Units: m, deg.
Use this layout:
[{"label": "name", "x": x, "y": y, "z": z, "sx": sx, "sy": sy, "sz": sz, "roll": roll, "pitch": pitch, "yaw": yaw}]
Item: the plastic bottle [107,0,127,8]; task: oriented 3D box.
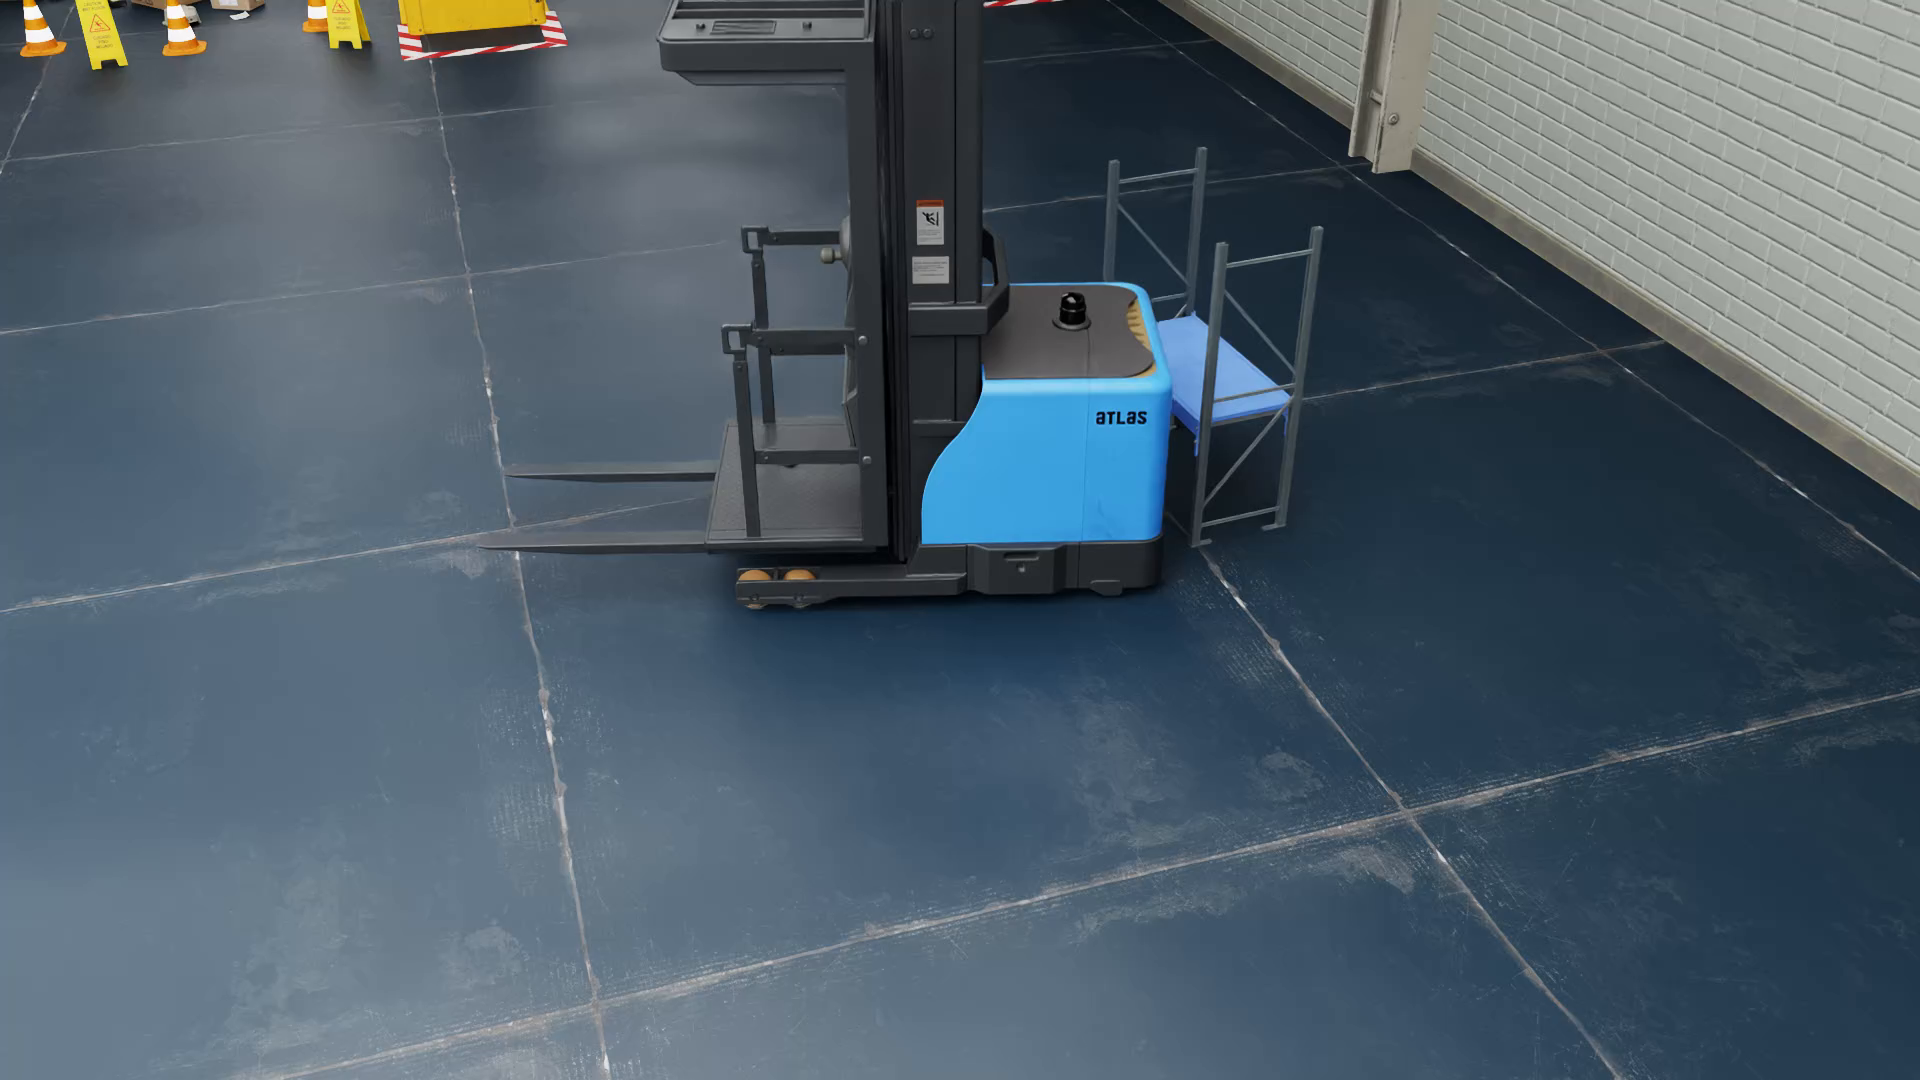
[{"label": "plastic bottle", "x": -7.682, "y": -4.905, "z": 15.117, "sx": 0.133, "sy": 0.061, "sz": 0.283, "roll": -23, "pitch": 40, "yaw": -31}]

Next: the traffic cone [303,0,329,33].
[{"label": "traffic cone", "x": -5.572, "y": -4.691, "z": 14.429, "sx": 0.336, "sy": 0.463, "sz": 0.334, "roll": -10, "pitch": 35, "yaw": -15}]

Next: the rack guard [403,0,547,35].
[{"label": "rack guard", "x": -4.235, "y": -4.737, "z": 14.466, "sx": 1.175, "sy": 0.500, "sz": 0.348, "roll": -10, "pitch": 35, "yaw": -15}]

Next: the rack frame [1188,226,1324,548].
[{"label": "rack frame", "x": 1.298, "y": -0.647, "z": 7.368, "sx": 0.500, "sy": 1.500, "sz": 0.032, "roll": -12, "pitch": 35, "yaw": -18}]

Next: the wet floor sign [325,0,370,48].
[{"label": "wet floor sign", "x": -5.173, "y": -4.478, "z": 13.942, "sx": 0.267, "sy": 0.644, "sz": 0.232, "roll": 1, "pitch": 33, "yaw": 2}]

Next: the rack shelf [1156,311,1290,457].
[{"label": "rack shelf", "x": 1.112, "y": -0.757, "z": 7.861, "sx": 0.538, "sy": 0.185, "sz": 1.000, "roll": -12, "pitch": 35, "yaw": -18}]

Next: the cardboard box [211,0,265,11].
[{"label": "cardboard box", "x": -6.536, "y": -4.899, "z": 15.029, "sx": 0.380, "sy": 0.149, "sz": 0.250, "roll": 7, "pitch": 34, "yaw": 10}]

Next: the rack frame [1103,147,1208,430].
[{"label": "rack frame", "x": 0.925, "y": -1.168, "z": 8.157, "sx": 0.500, "sy": 1.500, "sz": 0.032, "roll": -12, "pitch": 35, "yaw": -18}]

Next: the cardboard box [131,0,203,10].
[{"label": "cardboard box", "x": -7.159, "y": -5.195, "z": 15.156, "sx": 0.637, "sy": 0.503, "sz": 0.797, "roll": 19, "pitch": 38, "yaw": 26}]

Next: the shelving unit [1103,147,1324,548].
[{"label": "shelving unit", "x": 1.112, "y": -0.907, "z": 7.762, "sx": 0.538, "sy": 1.500, "sz": 1.048, "roll": -12, "pitch": 35, "yaw": -18}]

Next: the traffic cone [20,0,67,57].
[{"label": "traffic cone", "x": -7.705, "y": -4.314, "z": 13.859, "sx": 0.336, "sy": 0.463, "sz": 0.334, "roll": -10, "pitch": 35, "yaw": -15}]

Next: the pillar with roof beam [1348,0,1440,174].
[{"label": "pillar with roof beam", "x": -1.110, "y": -5.723, "z": 8.248, "sx": 9.100, "sy": 9.000, "sz": 0.400, "roll": -10, "pitch": 35, "yaw": -15}]

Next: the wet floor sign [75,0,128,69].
[{"label": "wet floor sign", "x": -7.001, "y": -4.190, "z": 13.506, "sx": 0.267, "sy": 0.644, "sz": 0.232, "roll": -16, "pitch": 37, "yaw": -23}]

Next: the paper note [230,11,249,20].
[{"label": "paper note", "x": -6.396, "y": -4.663, "z": 14.779, "sx": 0.148, "sy": 0.019, "sz": 0.142, "roll": -23, "pitch": 40, "yaw": -31}]

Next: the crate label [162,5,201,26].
[{"label": "crate label", "x": -6.824, "y": -4.592, "z": 14.575, "sx": 0.298, "sy": 0.136, "sz": 0.250, "roll": 27, "pitch": 42, "yaw": 34}]

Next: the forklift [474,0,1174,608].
[{"label": "forklift", "x": -0.632, "y": -1.220, "z": 6.938, "sx": 3.031, "sy": 2.935, "sz": 1.130, "roll": -1, "pitch": 33, "yaw": -1}]

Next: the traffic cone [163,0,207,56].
[{"label": "traffic cone", "x": -6.525, "y": -4.325, "z": 13.876, "sx": 0.336, "sy": 0.463, "sz": 0.334, "roll": -10, "pitch": 35, "yaw": -15}]
